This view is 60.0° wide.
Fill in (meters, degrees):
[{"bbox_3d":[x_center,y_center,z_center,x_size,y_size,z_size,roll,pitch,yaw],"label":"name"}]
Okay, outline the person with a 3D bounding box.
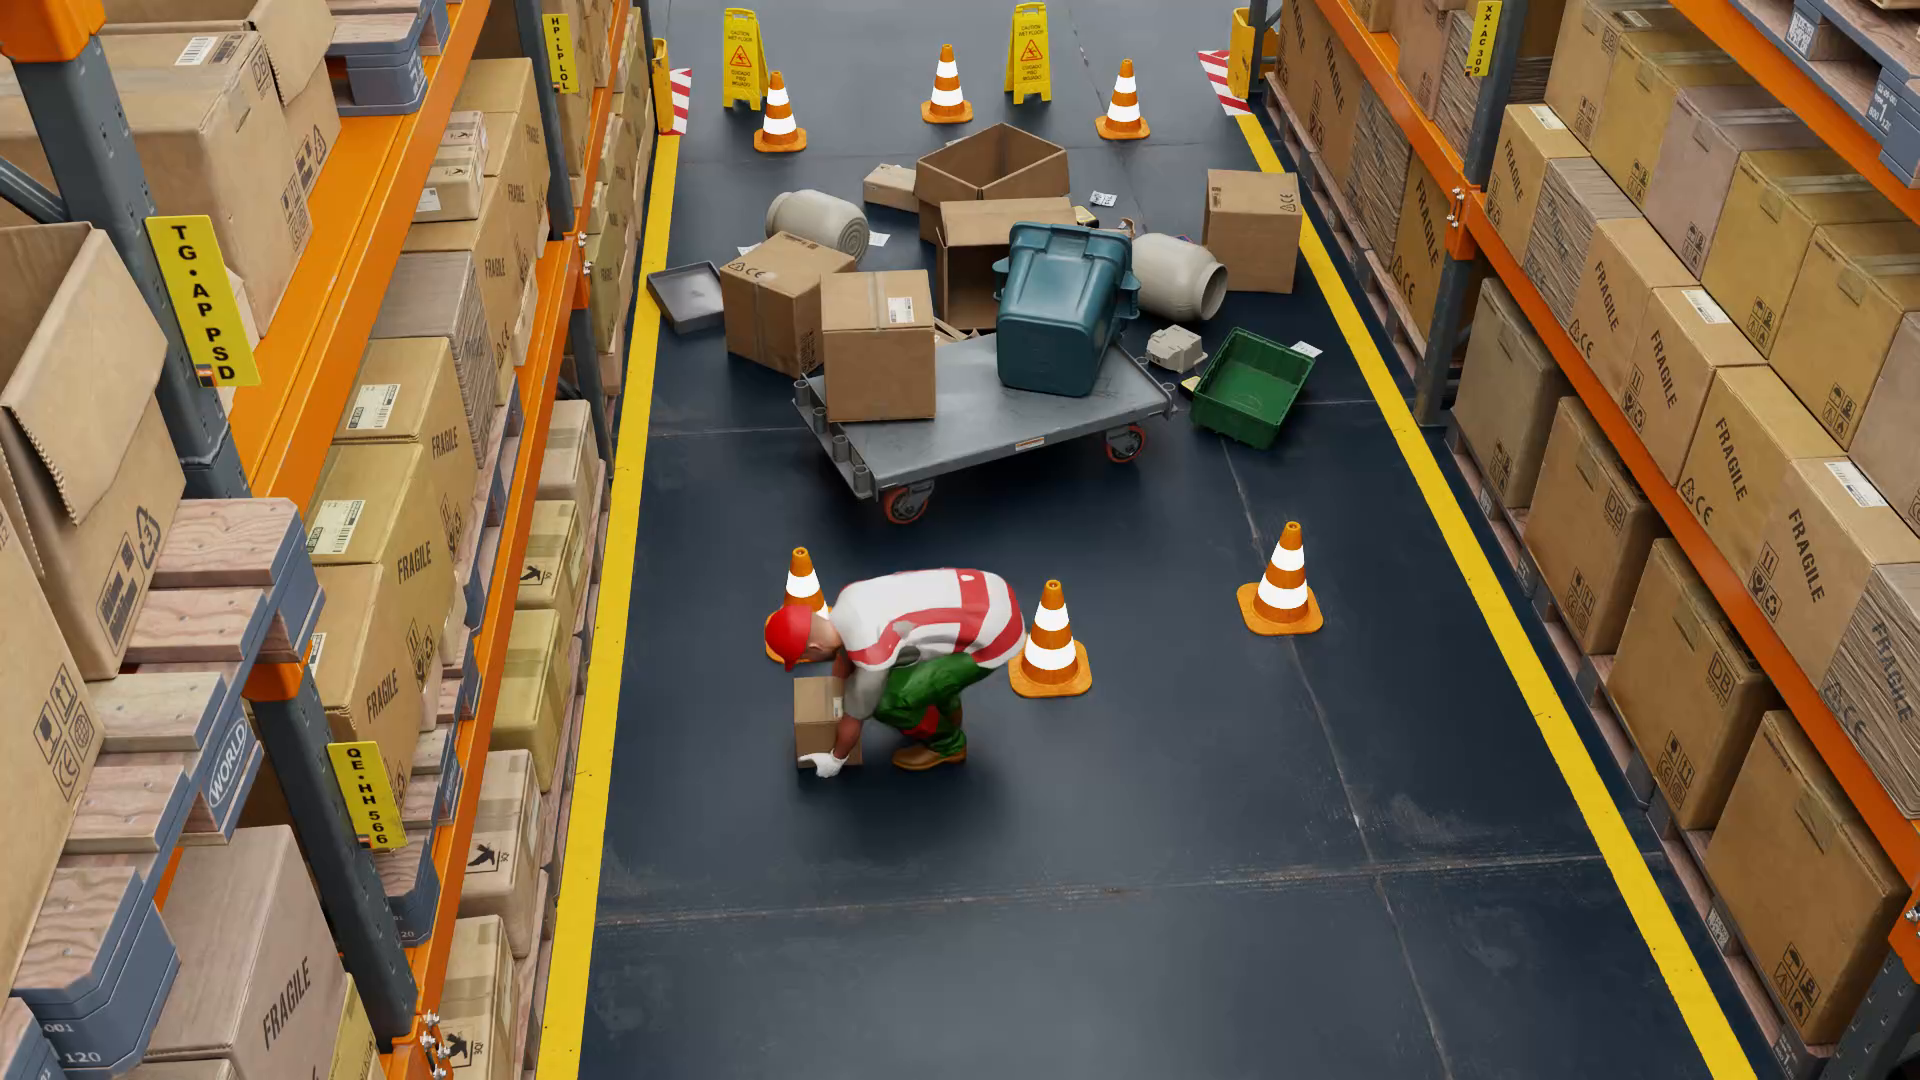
[{"bbox_3d":[-0.141,0.107,6.008,0.572,1.779,0.493,-4,39,-5],"label":"person"}]
